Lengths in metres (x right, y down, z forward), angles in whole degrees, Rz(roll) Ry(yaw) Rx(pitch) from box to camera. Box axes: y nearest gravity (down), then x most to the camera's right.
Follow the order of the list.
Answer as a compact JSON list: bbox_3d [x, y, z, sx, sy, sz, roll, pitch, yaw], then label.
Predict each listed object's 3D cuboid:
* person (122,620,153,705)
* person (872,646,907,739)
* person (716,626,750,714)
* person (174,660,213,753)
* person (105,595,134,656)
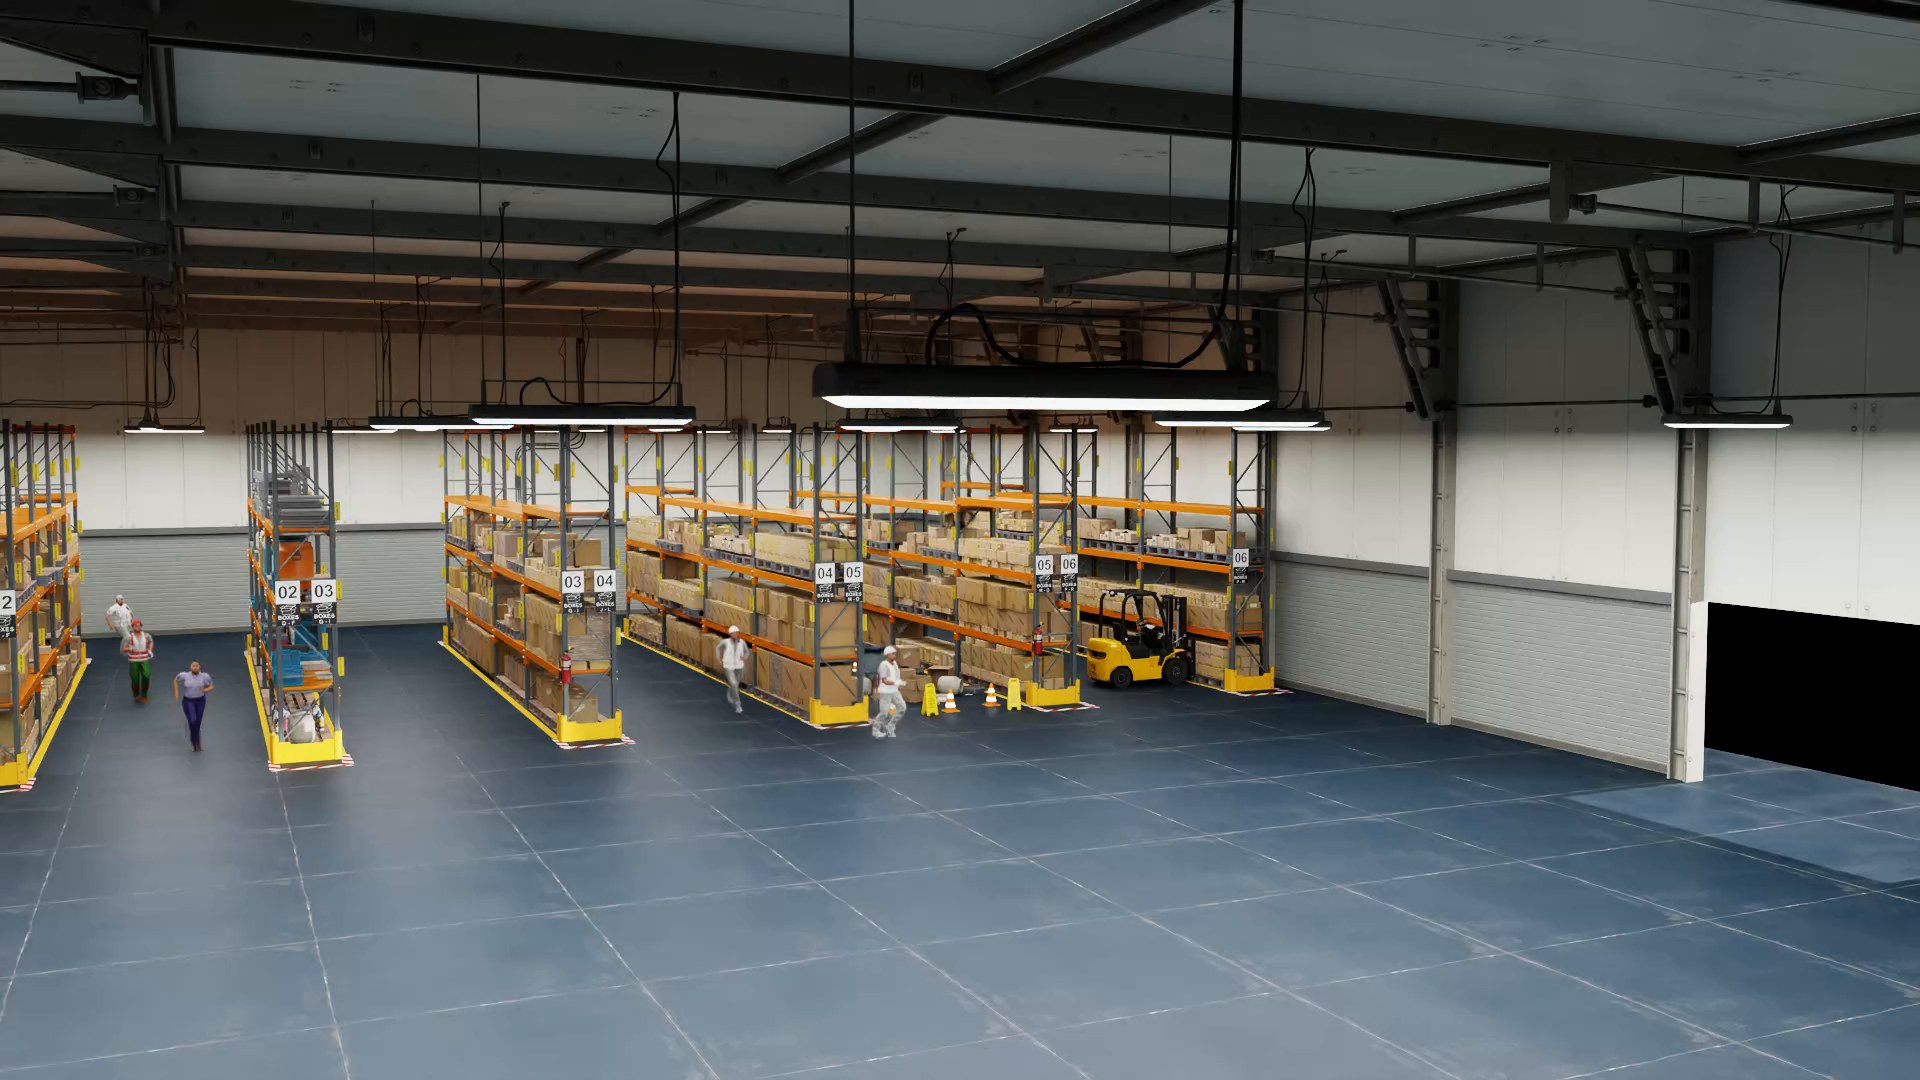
[{"bbox_3d":[-17.507,2.612,35.469,0.632,1.824,0.705,-2,4,-33],"label":"person"},{"bbox_3d":[-1.298,2.877,31.318,0.784,1.774,0.662,2,4,29],"label":"person"},{"bbox_3d":[-4.731,2.668,34.727,0.677,1.788,1.012,-2,4,-23],"label":"person"},{"bbox_3d":[-13.980,3.023,30.368,0.627,1.683,0.841,-2,4,-34],"label":"person"},{"bbox_3d":[-21.420,2.236,42.572,0.749,1.684,0.657,1,4,20],"label":"person"}]
